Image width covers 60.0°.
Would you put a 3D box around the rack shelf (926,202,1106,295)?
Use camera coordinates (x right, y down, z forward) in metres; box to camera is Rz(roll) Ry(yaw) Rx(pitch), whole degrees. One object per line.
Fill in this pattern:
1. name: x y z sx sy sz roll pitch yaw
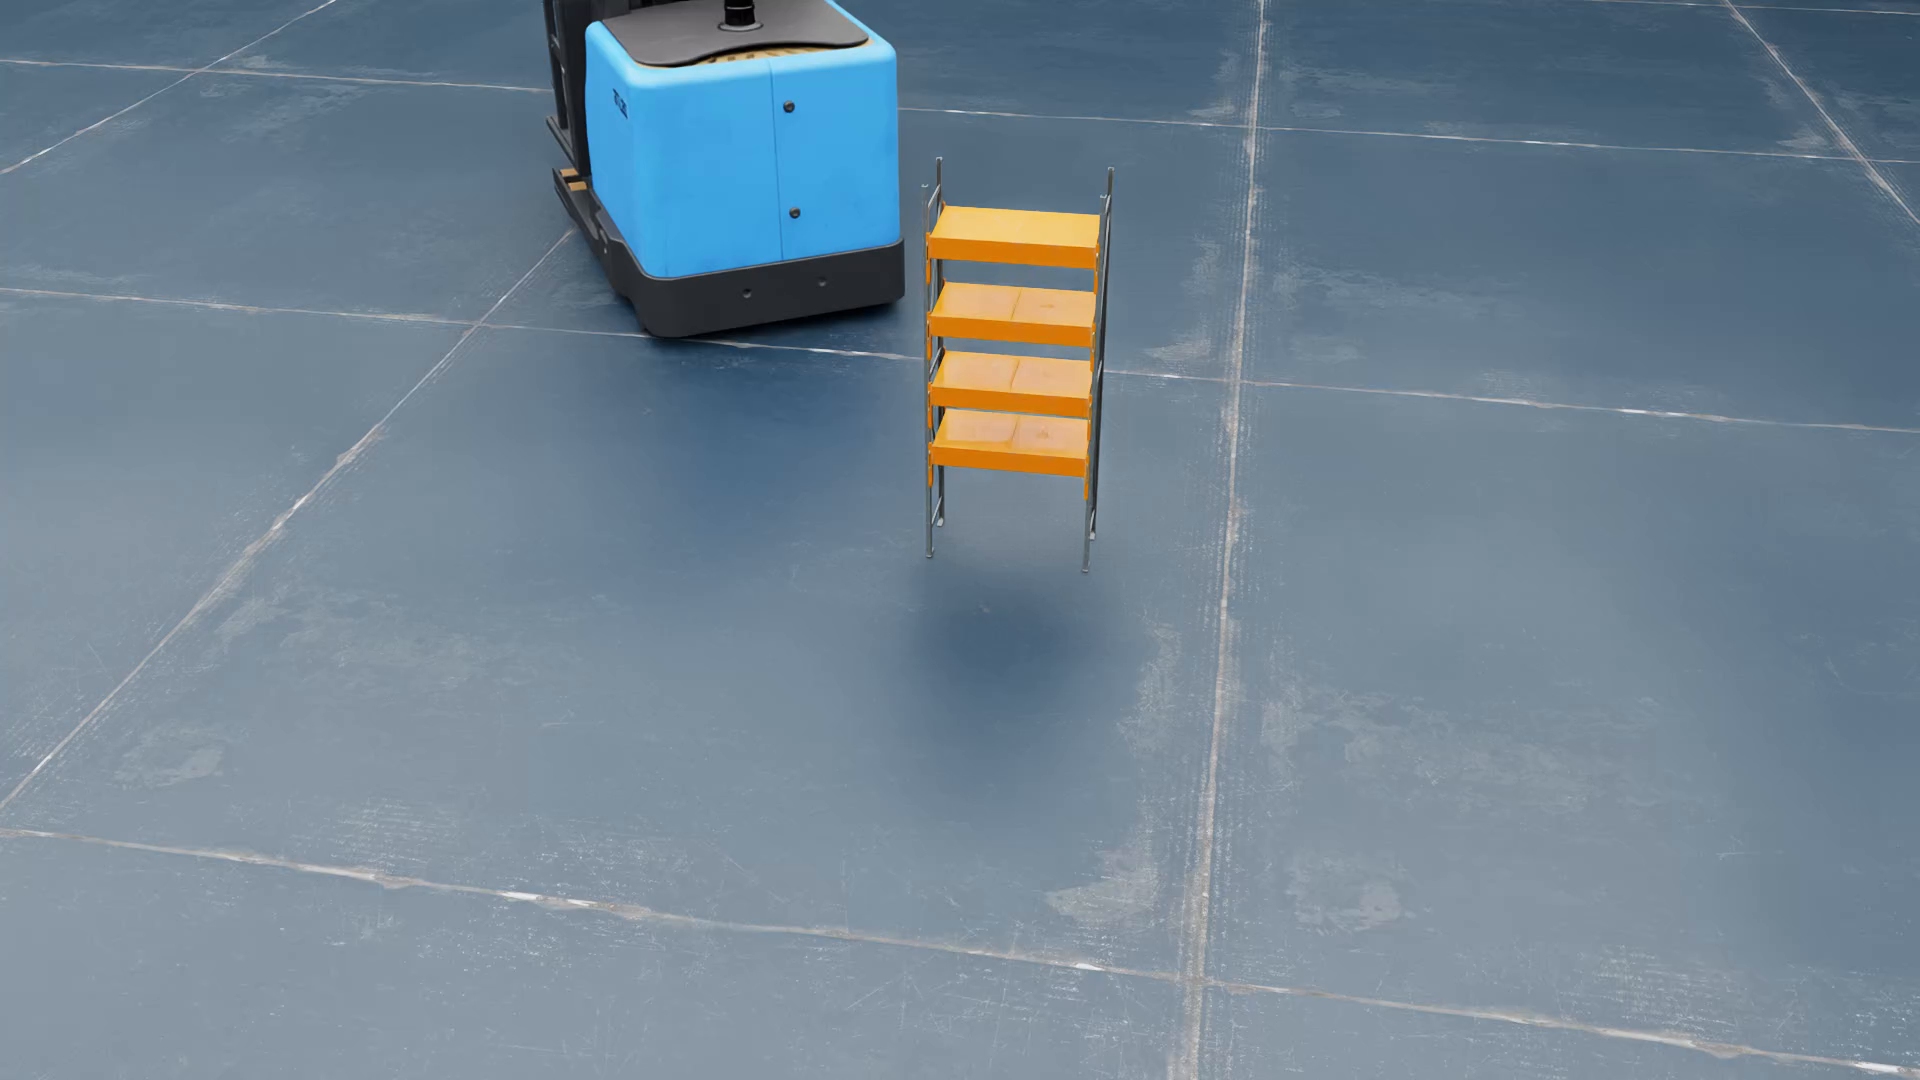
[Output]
1. rack shelf: 0.163 -0.827 4.700 0.480 0.148 0.258 5 32 8

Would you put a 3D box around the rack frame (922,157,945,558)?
1. rack frame: -0.077 -0.516 4.943 0.015 1.200 0.240 5 32 8

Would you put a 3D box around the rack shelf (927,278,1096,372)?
1. rack shelf: 0.163 -0.626 4.825 0.480 0.148 0.258 5 32 8

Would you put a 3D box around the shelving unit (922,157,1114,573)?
1. shelving unit: 0.163 -0.494 4.908 0.503 1.200 0.258 5 32 8

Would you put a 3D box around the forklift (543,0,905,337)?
1. forklift: -1.246 -2.785 6.937 1.130 2.935 3.031 -12 34 -19

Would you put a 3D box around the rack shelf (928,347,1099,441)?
1. rack shelf: 0.163 -0.437 4.944 0.480 0.148 0.258 5 32 8

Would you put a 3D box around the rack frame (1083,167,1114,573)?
1. rack frame: 0.404 -0.472 4.873 0.015 1.200 0.240 5 32 8

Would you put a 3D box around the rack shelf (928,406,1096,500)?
1. rack shelf: 0.163 -0.268 5.049 0.480 0.148 0.258 5 32 8
